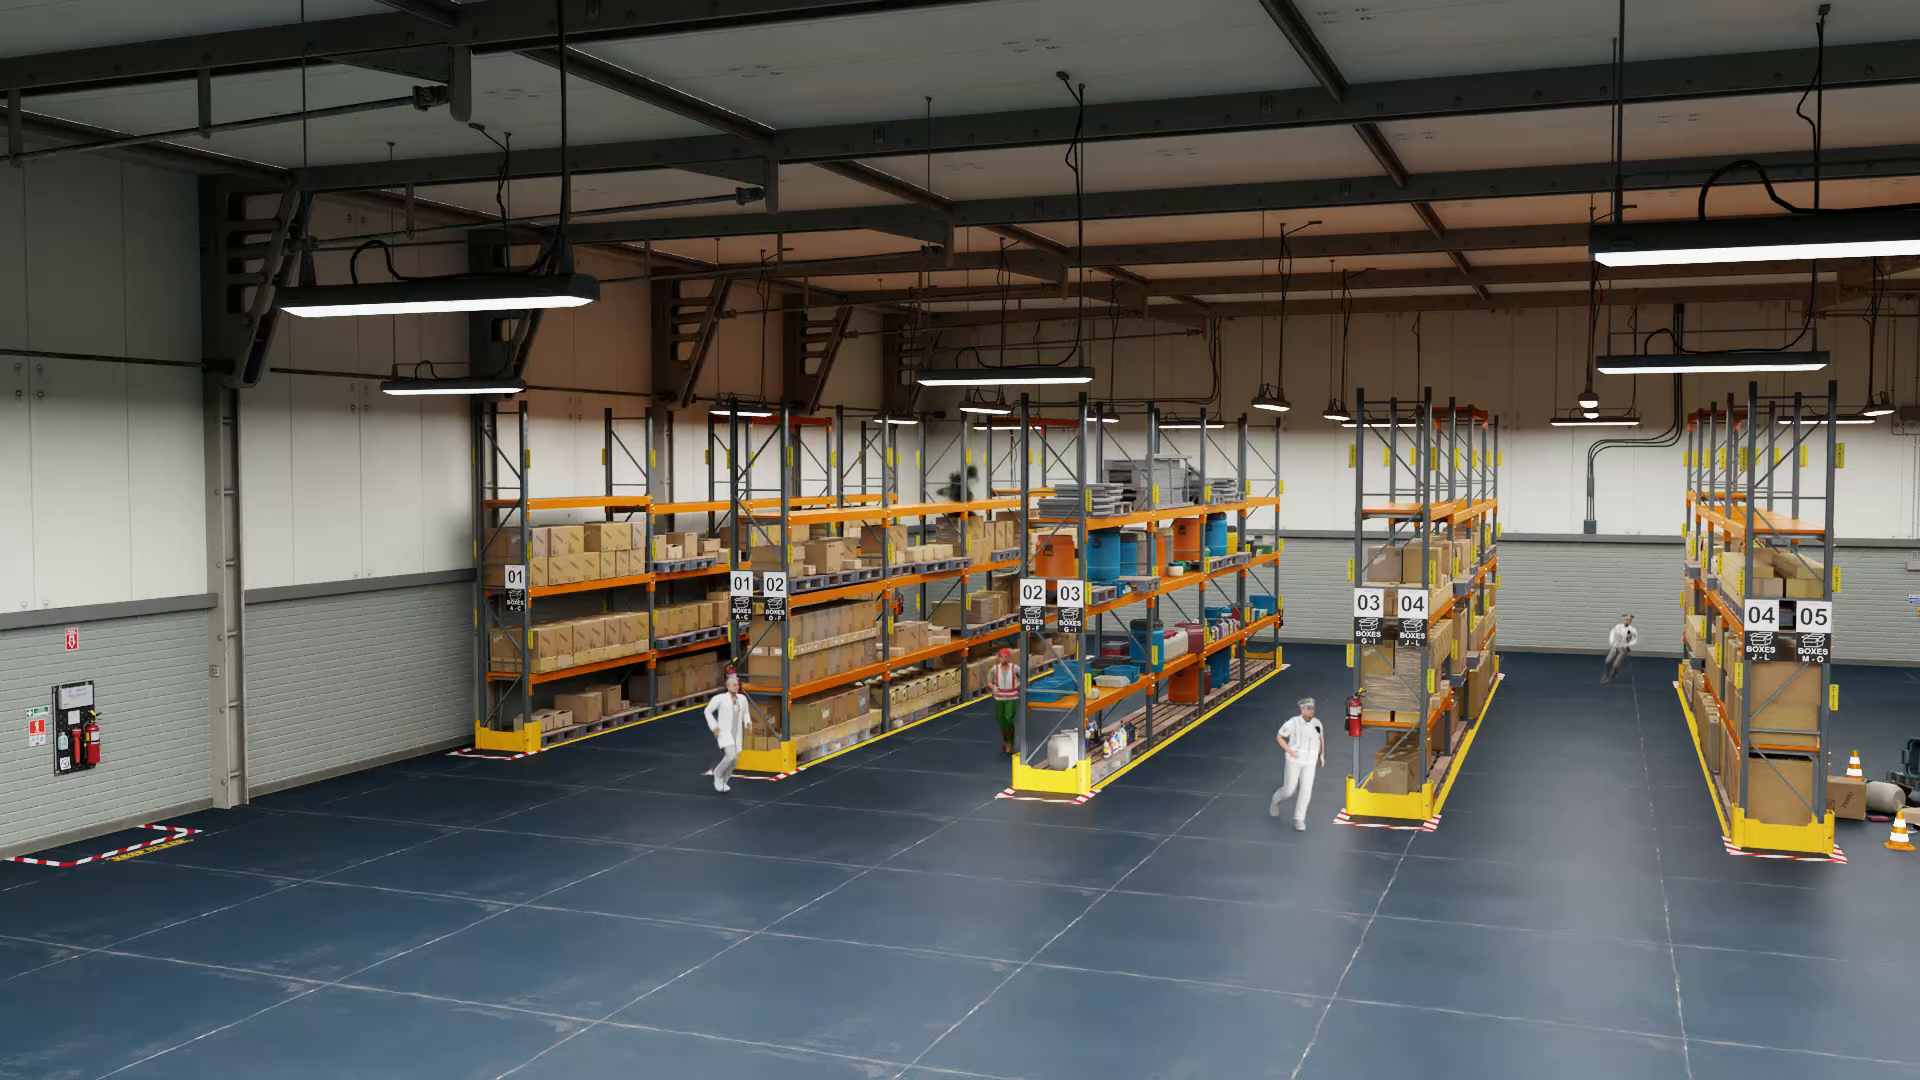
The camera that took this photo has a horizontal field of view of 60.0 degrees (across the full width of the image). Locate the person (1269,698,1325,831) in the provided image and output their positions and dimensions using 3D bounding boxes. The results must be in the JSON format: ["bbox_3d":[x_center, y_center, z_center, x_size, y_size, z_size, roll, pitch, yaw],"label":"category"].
[{"bbox_3d":[4.697,3.024,22.741,0.721,1.736,0.905,-1,3,-11],"label":"person"}]

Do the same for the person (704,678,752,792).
[{"bbox_3d":[-3.435,2.926,24.960,0.676,1.723,0.718,-2,4,-42],"label":"person"}]

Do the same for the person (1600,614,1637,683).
[{"bbox_3d":[14.638,2.405,36.942,0.770,1.578,0.579,2,4,41],"label":"person"}]

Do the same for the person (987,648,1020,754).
[{"bbox_3d":[0.784,2.735,28.264,0.643,1.796,0.805,1,3,14],"label":"person"}]
